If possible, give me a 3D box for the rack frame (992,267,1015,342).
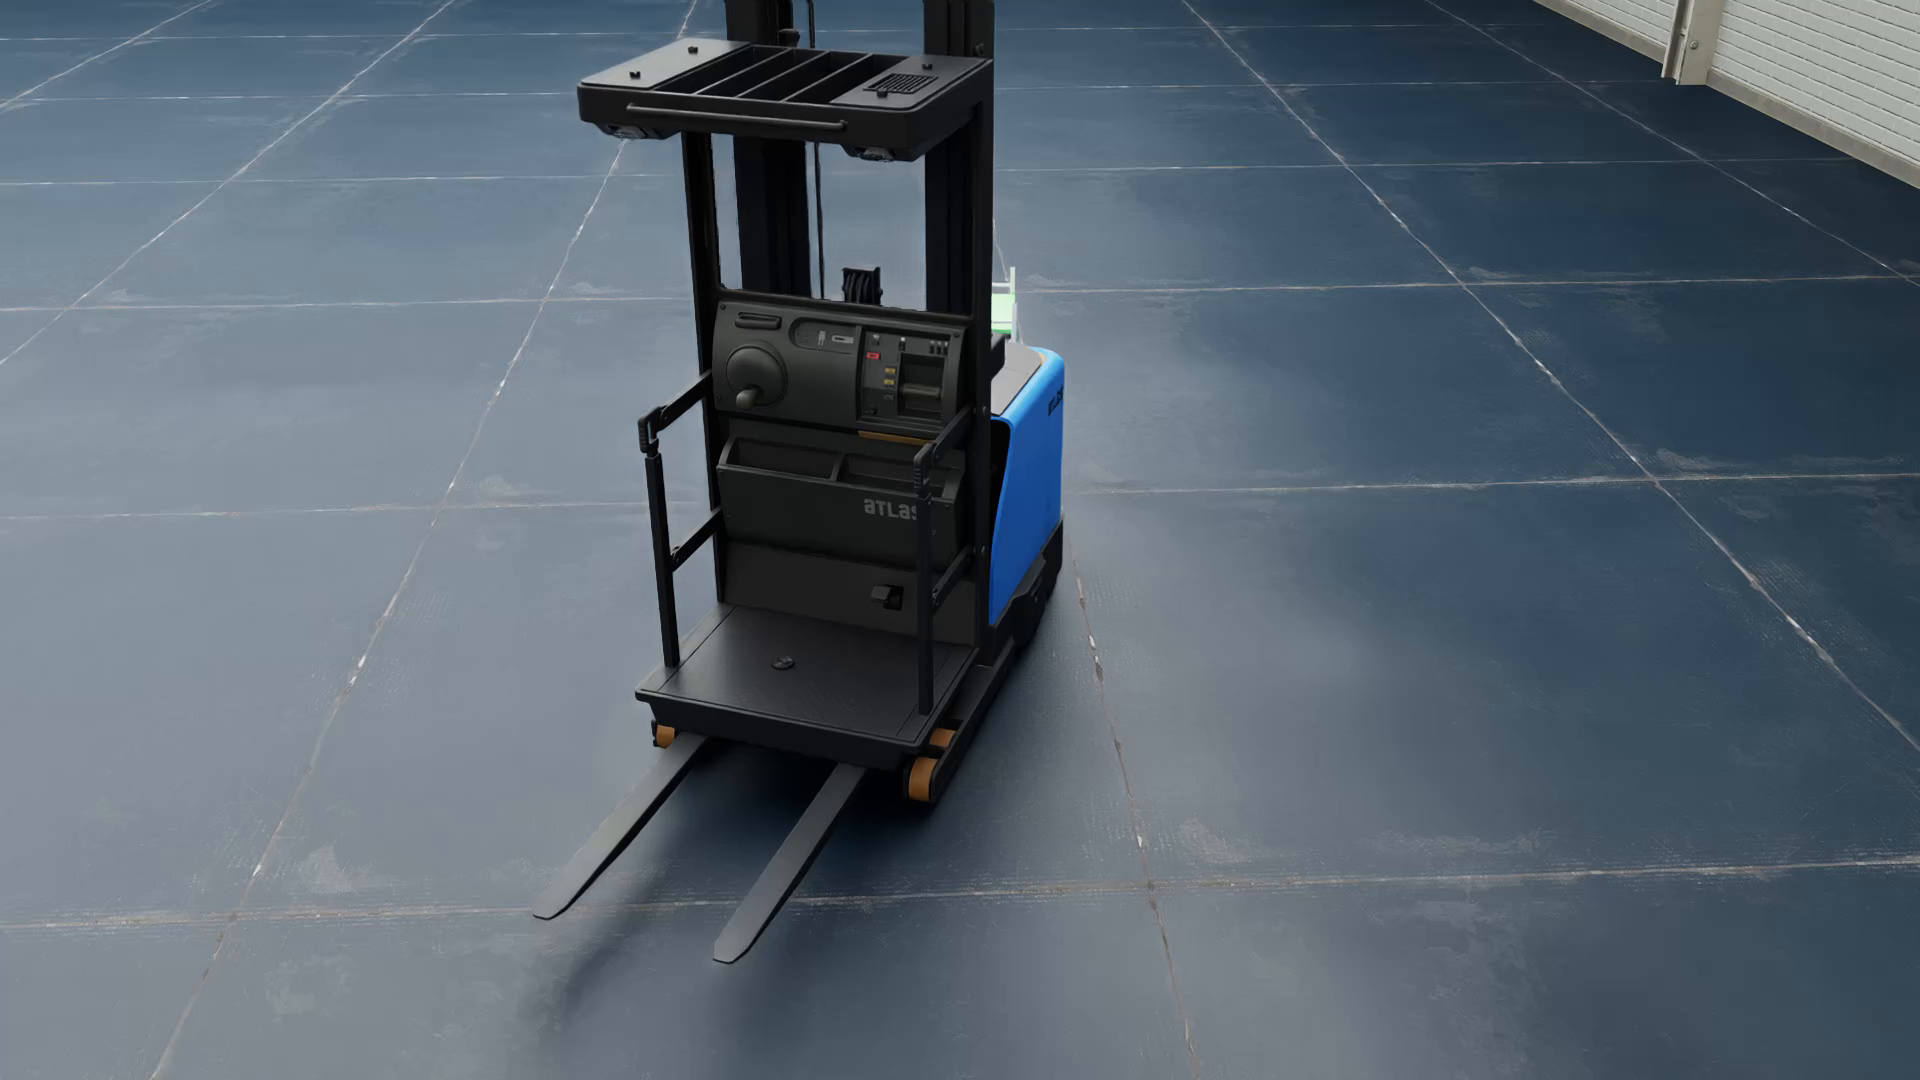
[{"bbox_3d":[0.128,-0.700,7.795,0.240,1.200,0.015,0,28,1],"label":"rack frame"}]

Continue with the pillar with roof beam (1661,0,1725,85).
[{"bbox_3d":[2.885,-8.444,14.210,9.100,9.000,0.400,-1,28,-3],"label":"pillar with roof beam"}]

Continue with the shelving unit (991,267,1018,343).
[{"bbox_3d":[0.125,-0.588,7.579,0.258,1.200,0.503,0,28,1],"label":"shelving unit"}]

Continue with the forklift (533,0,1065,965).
[{"bbox_3d":[-0.503,-0.570,5.674,1.130,2.935,3.031,9,29,17],"label":"forklift"}]

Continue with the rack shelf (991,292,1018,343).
[{"bbox_3d":[0.125,-0.956,7.387,0.258,0.148,0.480,0,28,1],"label":"rack shelf"}]

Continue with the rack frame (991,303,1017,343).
[{"bbox_3d":[0.122,-0.475,7.363,0.240,1.200,0.015,0,28,1],"label":"rack frame"}]
